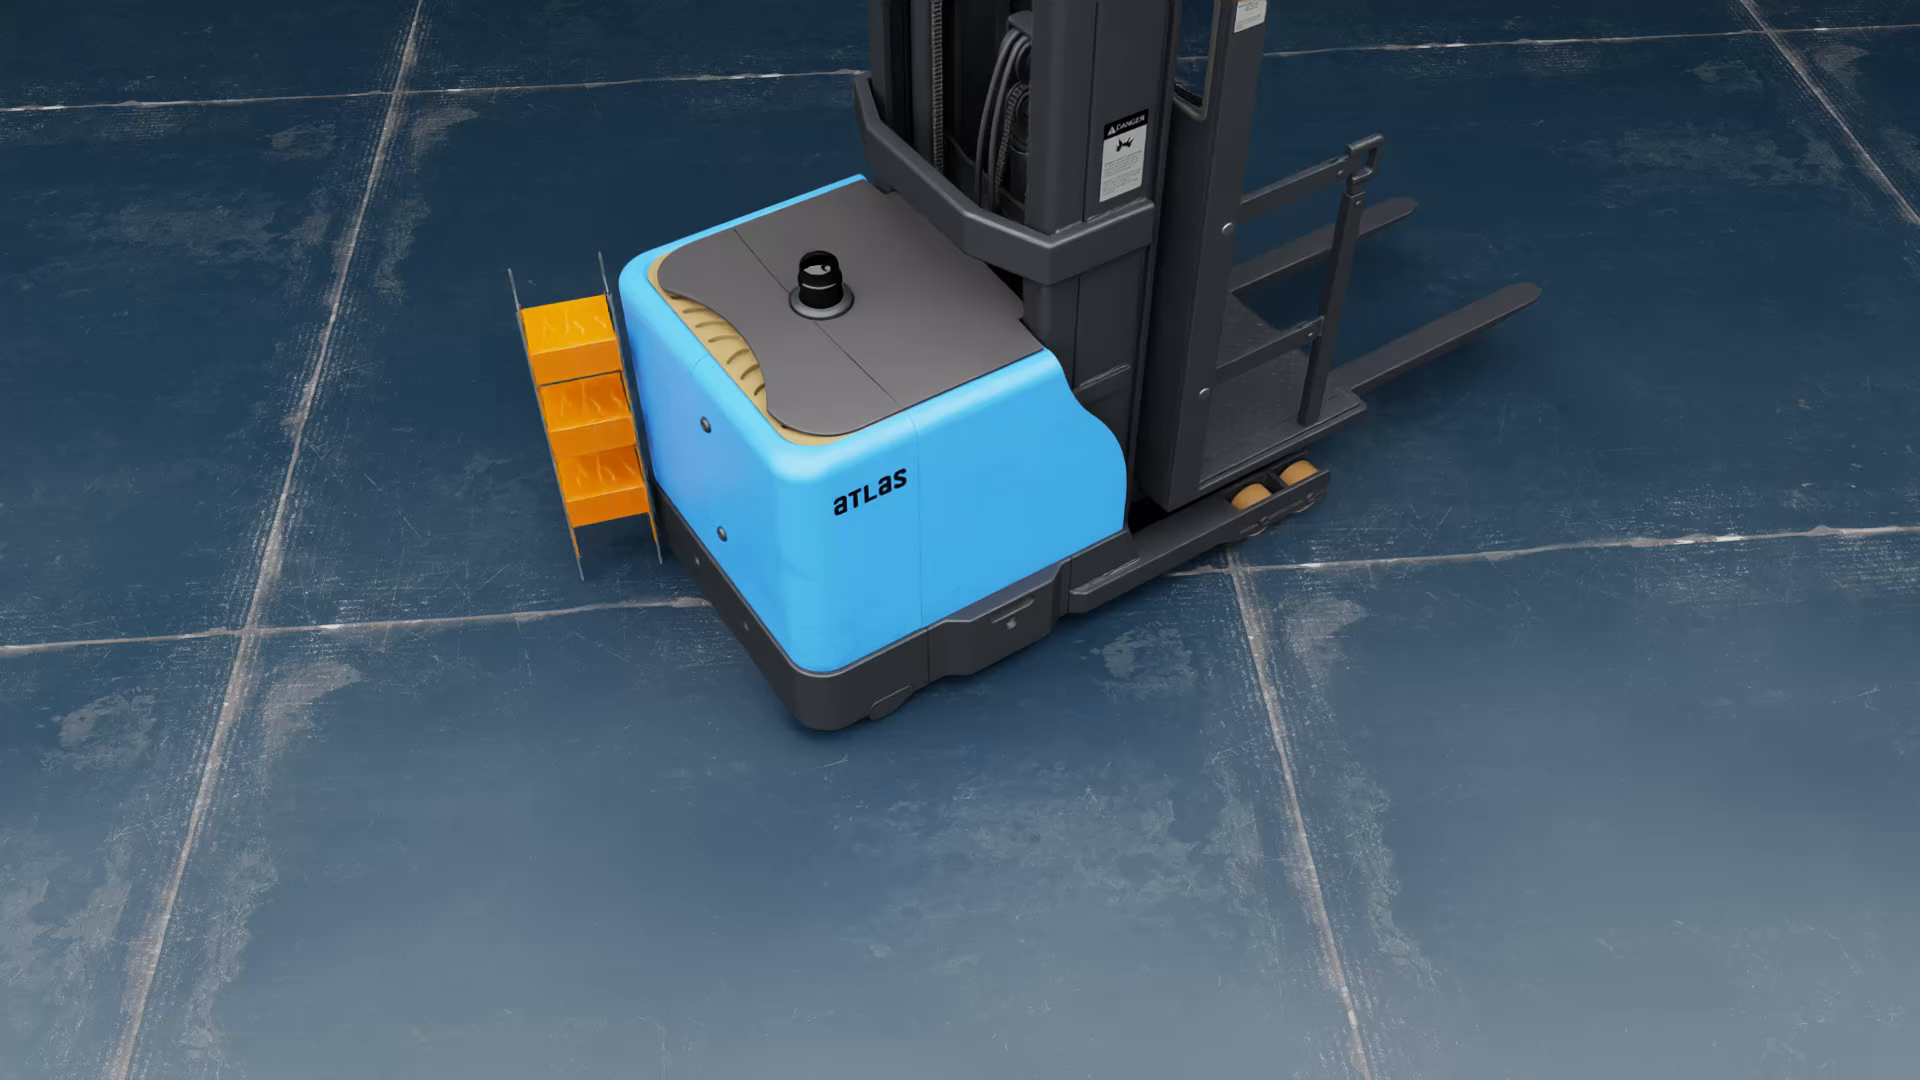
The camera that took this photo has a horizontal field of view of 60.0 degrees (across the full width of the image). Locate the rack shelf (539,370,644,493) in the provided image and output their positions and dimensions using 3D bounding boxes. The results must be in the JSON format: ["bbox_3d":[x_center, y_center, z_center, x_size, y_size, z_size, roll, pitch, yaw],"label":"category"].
[{"bbox_3d":[-1.074,-0.321,4.845,0.240,0.259,0.215,-12,48,-11],"label":"rack shelf"}]

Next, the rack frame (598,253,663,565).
[{"bbox_3d":[-0.957,-0.354,4.862,0.008,1.050,0.200,-12,48,-11],"label":"rack frame"}]

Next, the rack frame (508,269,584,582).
[{"bbox_3d":[-1.191,-0.303,4.813,0.008,1.050,0.200,-12,48,-11],"label":"rack frame"}]

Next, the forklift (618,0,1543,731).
[{"bbox_3d":[0.573,-1.317,4.478,3.031,2.935,1.130,-25,52,-22],"label":"forklift"}]

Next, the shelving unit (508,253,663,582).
[{"bbox_3d":[-1.074,-0.328,4.838,0.252,1.050,0.215,-12,48,-11],"label":"shelving unit"}]

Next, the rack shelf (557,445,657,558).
[{"bbox_3d":[-1.074,-0.130,5.047,0.240,0.259,0.215,-12,48,-11],"label":"rack shelf"}]

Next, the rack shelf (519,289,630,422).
[{"bbox_3d":[-1.074,-0.516,4.639,0.240,0.259,0.215,-12,48,-11],"label":"rack shelf"}]
